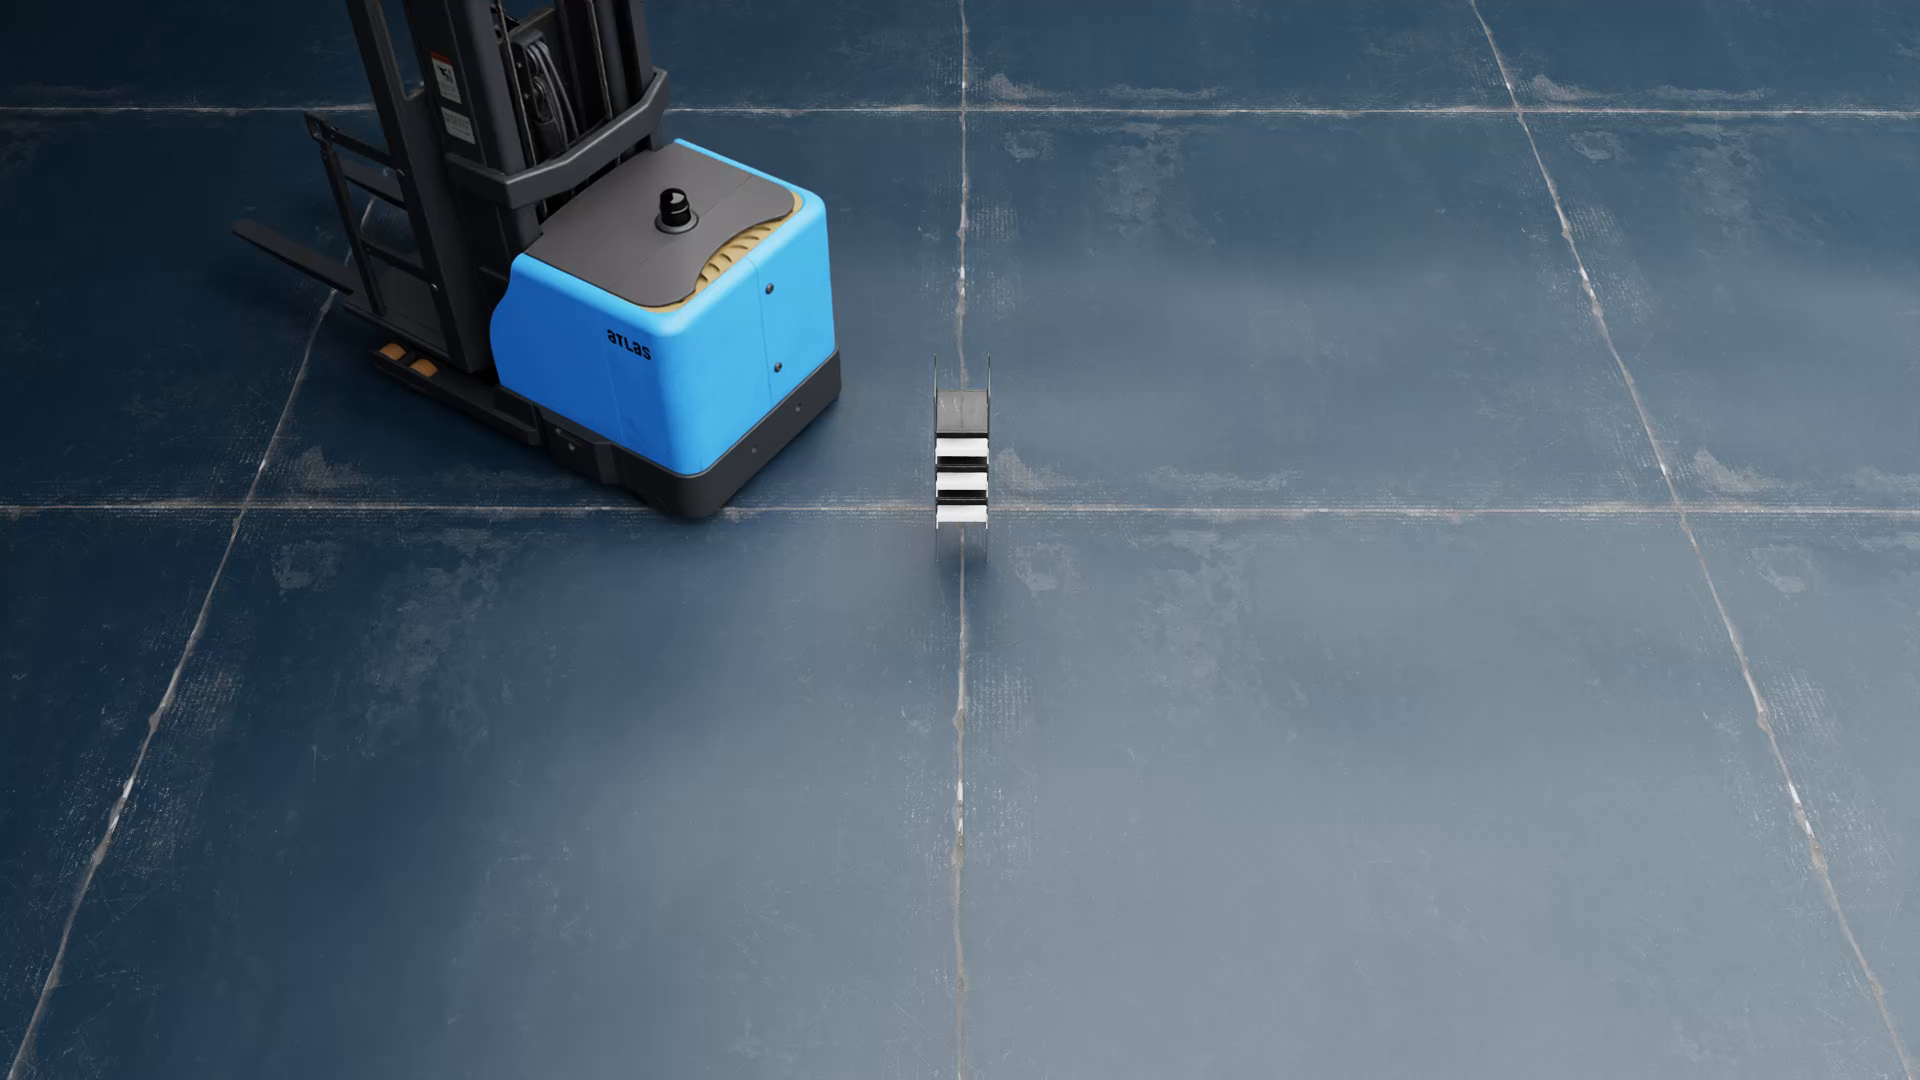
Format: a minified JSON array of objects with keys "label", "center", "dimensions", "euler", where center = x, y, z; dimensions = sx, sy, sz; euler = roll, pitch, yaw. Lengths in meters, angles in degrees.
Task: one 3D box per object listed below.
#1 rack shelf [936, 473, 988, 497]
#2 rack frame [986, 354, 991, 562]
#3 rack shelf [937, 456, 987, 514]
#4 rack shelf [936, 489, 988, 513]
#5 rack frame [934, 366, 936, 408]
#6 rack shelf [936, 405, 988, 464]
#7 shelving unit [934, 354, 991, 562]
[{"label":"rack shelf","center":[0.008,-0.284,6.526],"dimensions":[0.200,0.077,0.258],"euler":[0,47,0]},{"label":"rack frame","center":[0.110,-0.306,6.501],"dimensions":[0.006,0.900,0.240],"euler":[0,47,0]},{"label":"rack shelf","center":[0.008,-0.272,6.538],"dimensions":[0.190,0.281,0.221],"euler":[0,47,0]},{"label":"rack shelf","center":[0.008,-0.223,6.592],"dimensions":[0.200,0.077,0.258],"euler":[0,47,0]},{"label":"rack frame","center":[-0.094,-0.306,6.501],"dimensions":[0.003,0.785,0.228],"euler":[0,47,0]},{"label":"rack shelf","center":[0.008,-0.406,6.394],"dimensions":[0.200,0.077,0.258],"euler":[0,47,0]},{"label":"shelving unit","center":[0.009,-0.307,6.501],"dimensions":[0.208,0.900,0.258],"euler":[0,47,0]}]
